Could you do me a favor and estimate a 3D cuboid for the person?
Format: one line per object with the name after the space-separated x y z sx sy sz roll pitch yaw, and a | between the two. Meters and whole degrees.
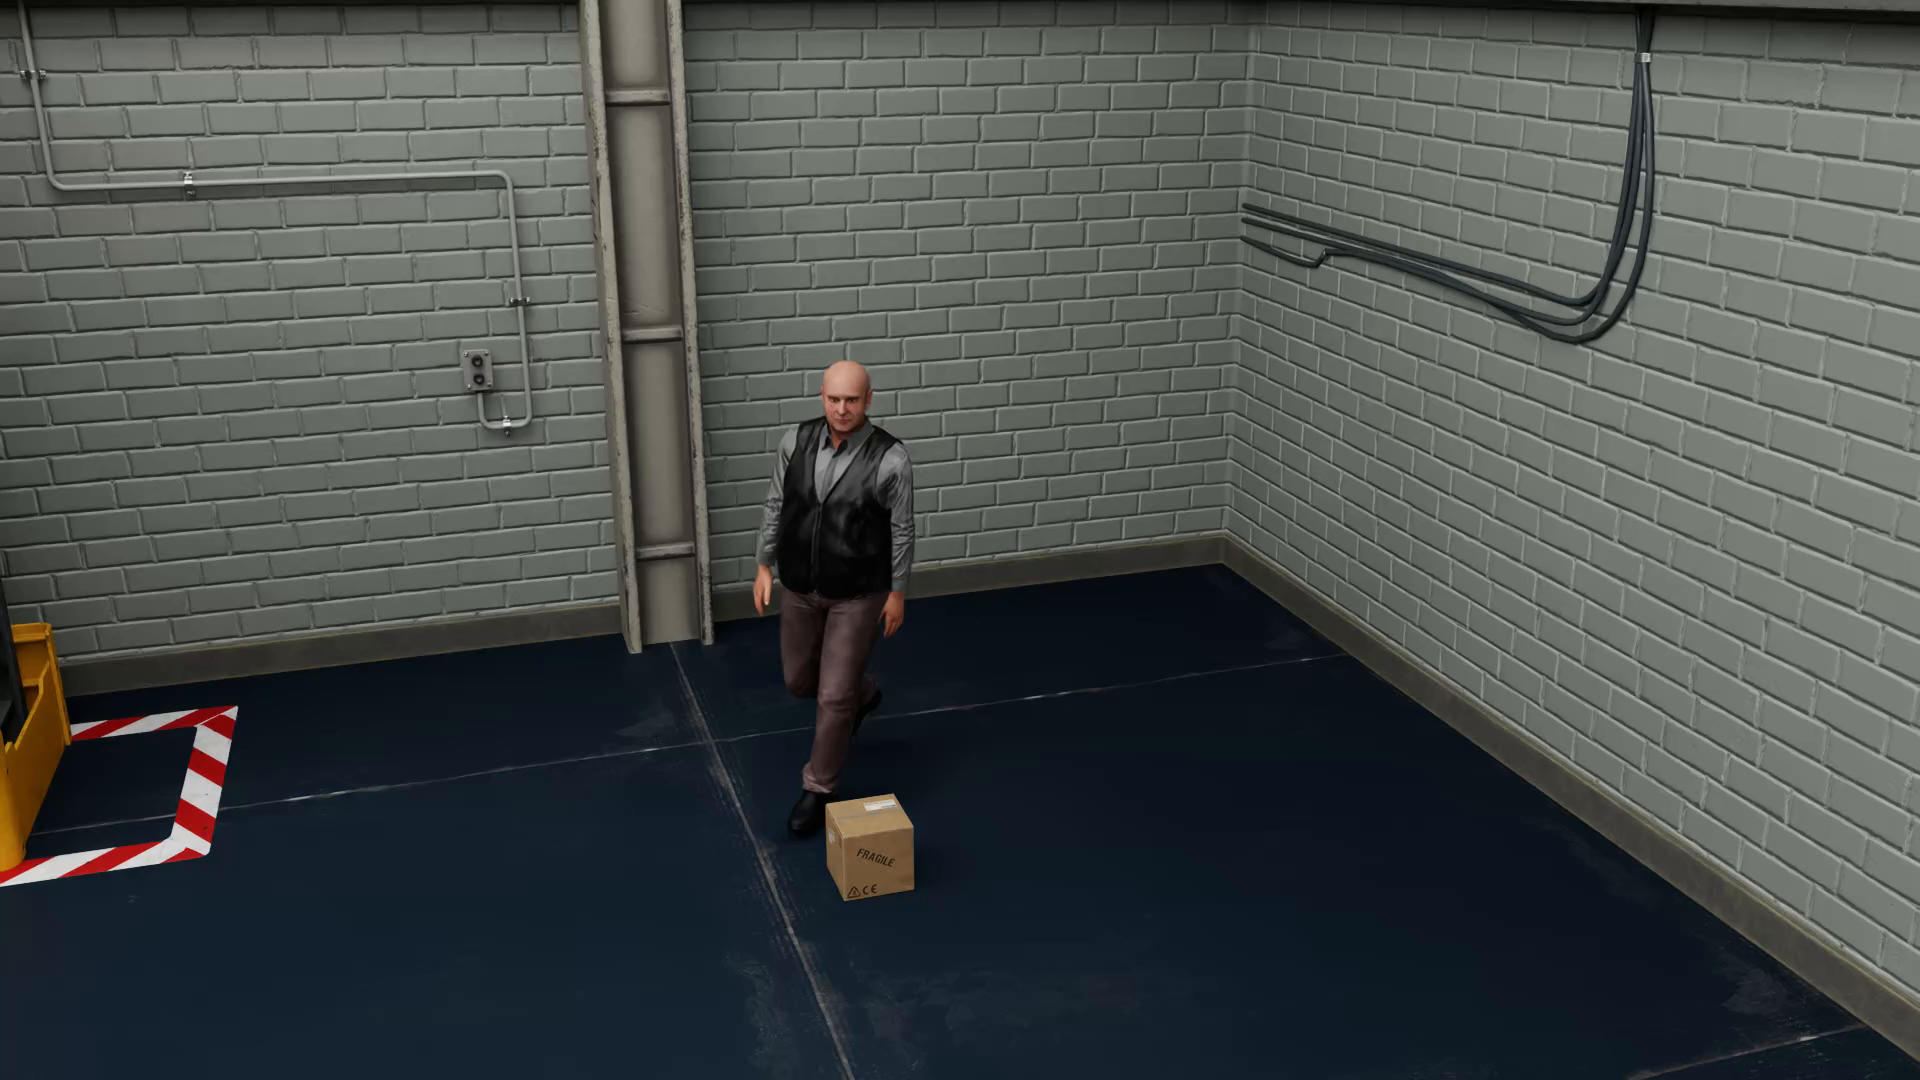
-0.445 0.163 6.132 0.603 1.712 0.811 7 20 21 | person
